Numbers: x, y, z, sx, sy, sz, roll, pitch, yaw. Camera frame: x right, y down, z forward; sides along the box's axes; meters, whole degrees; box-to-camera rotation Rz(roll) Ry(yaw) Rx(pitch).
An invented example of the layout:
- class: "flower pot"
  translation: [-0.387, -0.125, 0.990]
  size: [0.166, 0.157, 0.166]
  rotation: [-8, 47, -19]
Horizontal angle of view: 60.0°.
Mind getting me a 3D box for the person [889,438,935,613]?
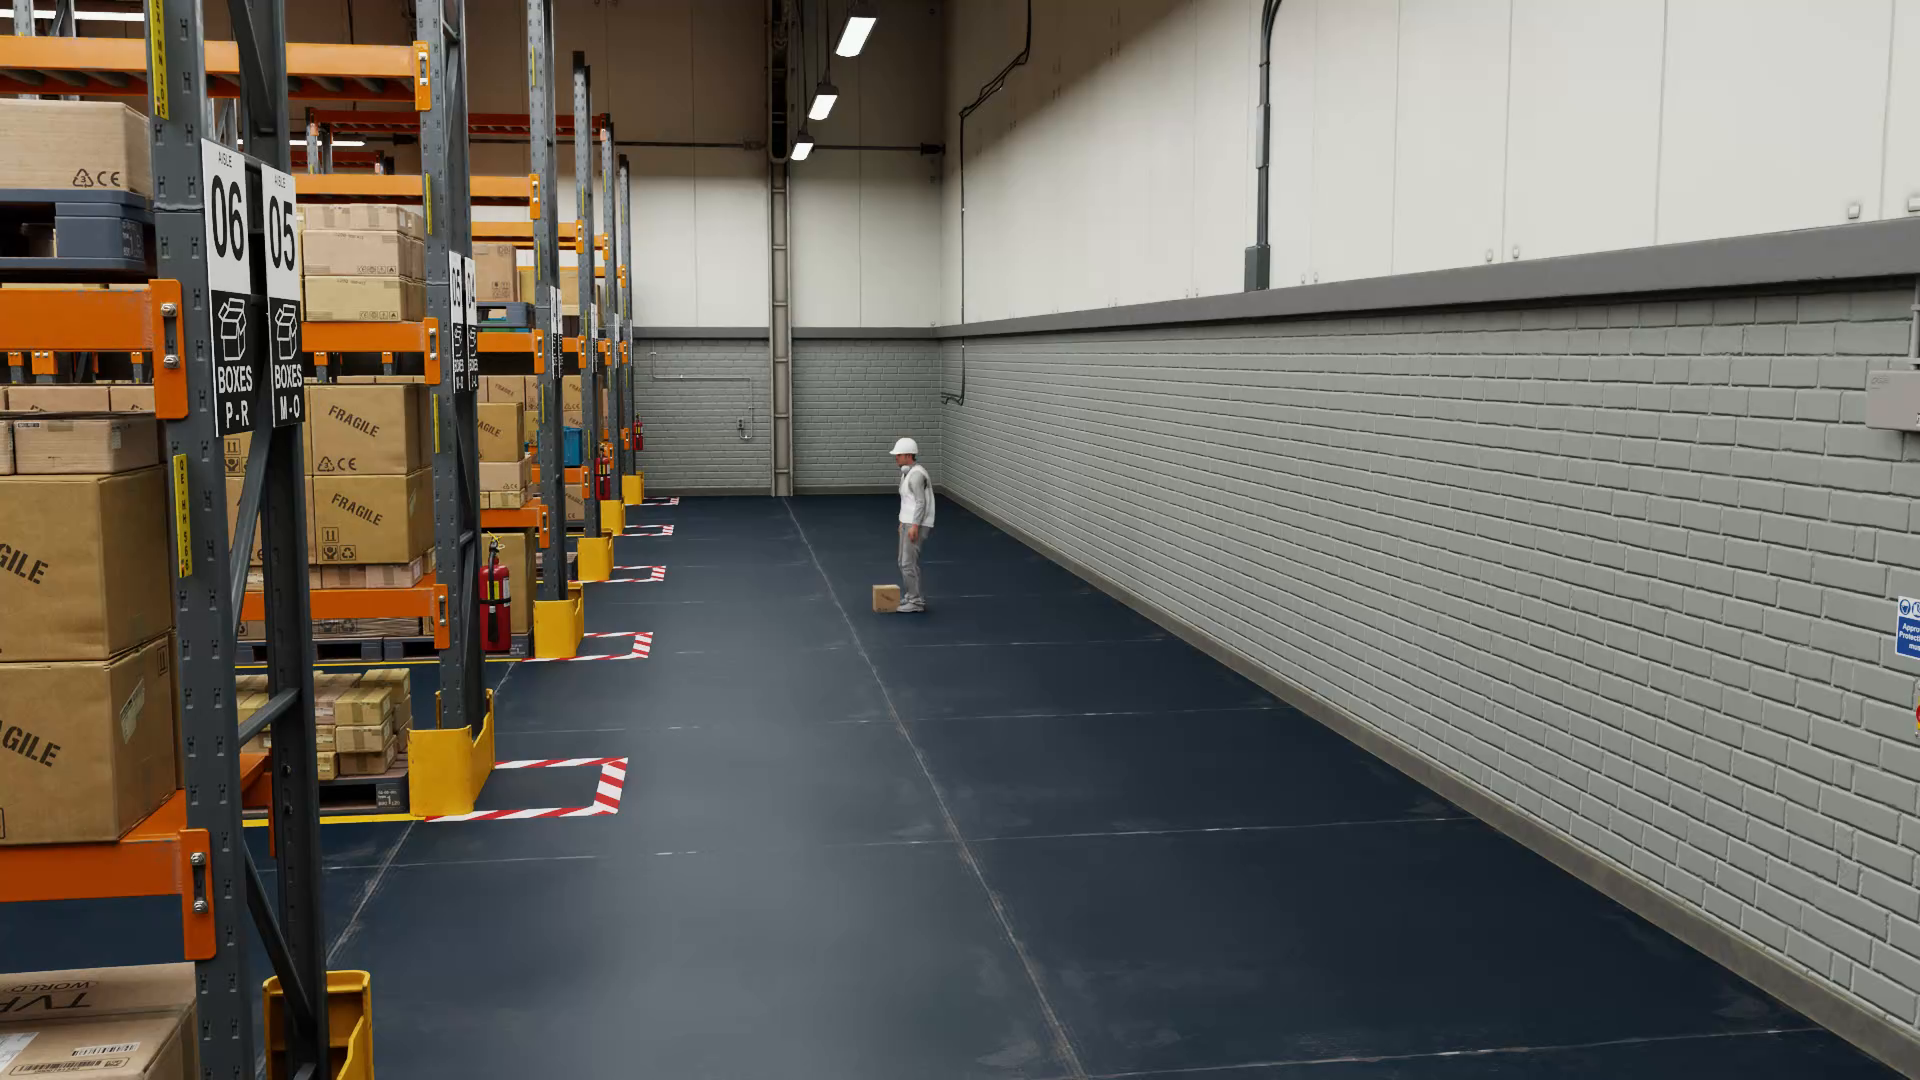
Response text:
- class: "person"
  translation: [-0.493, -0.158, 17.008]
  size: [0.465, 1.769, 0.581]
  rotation: [-1, 7, -12]
